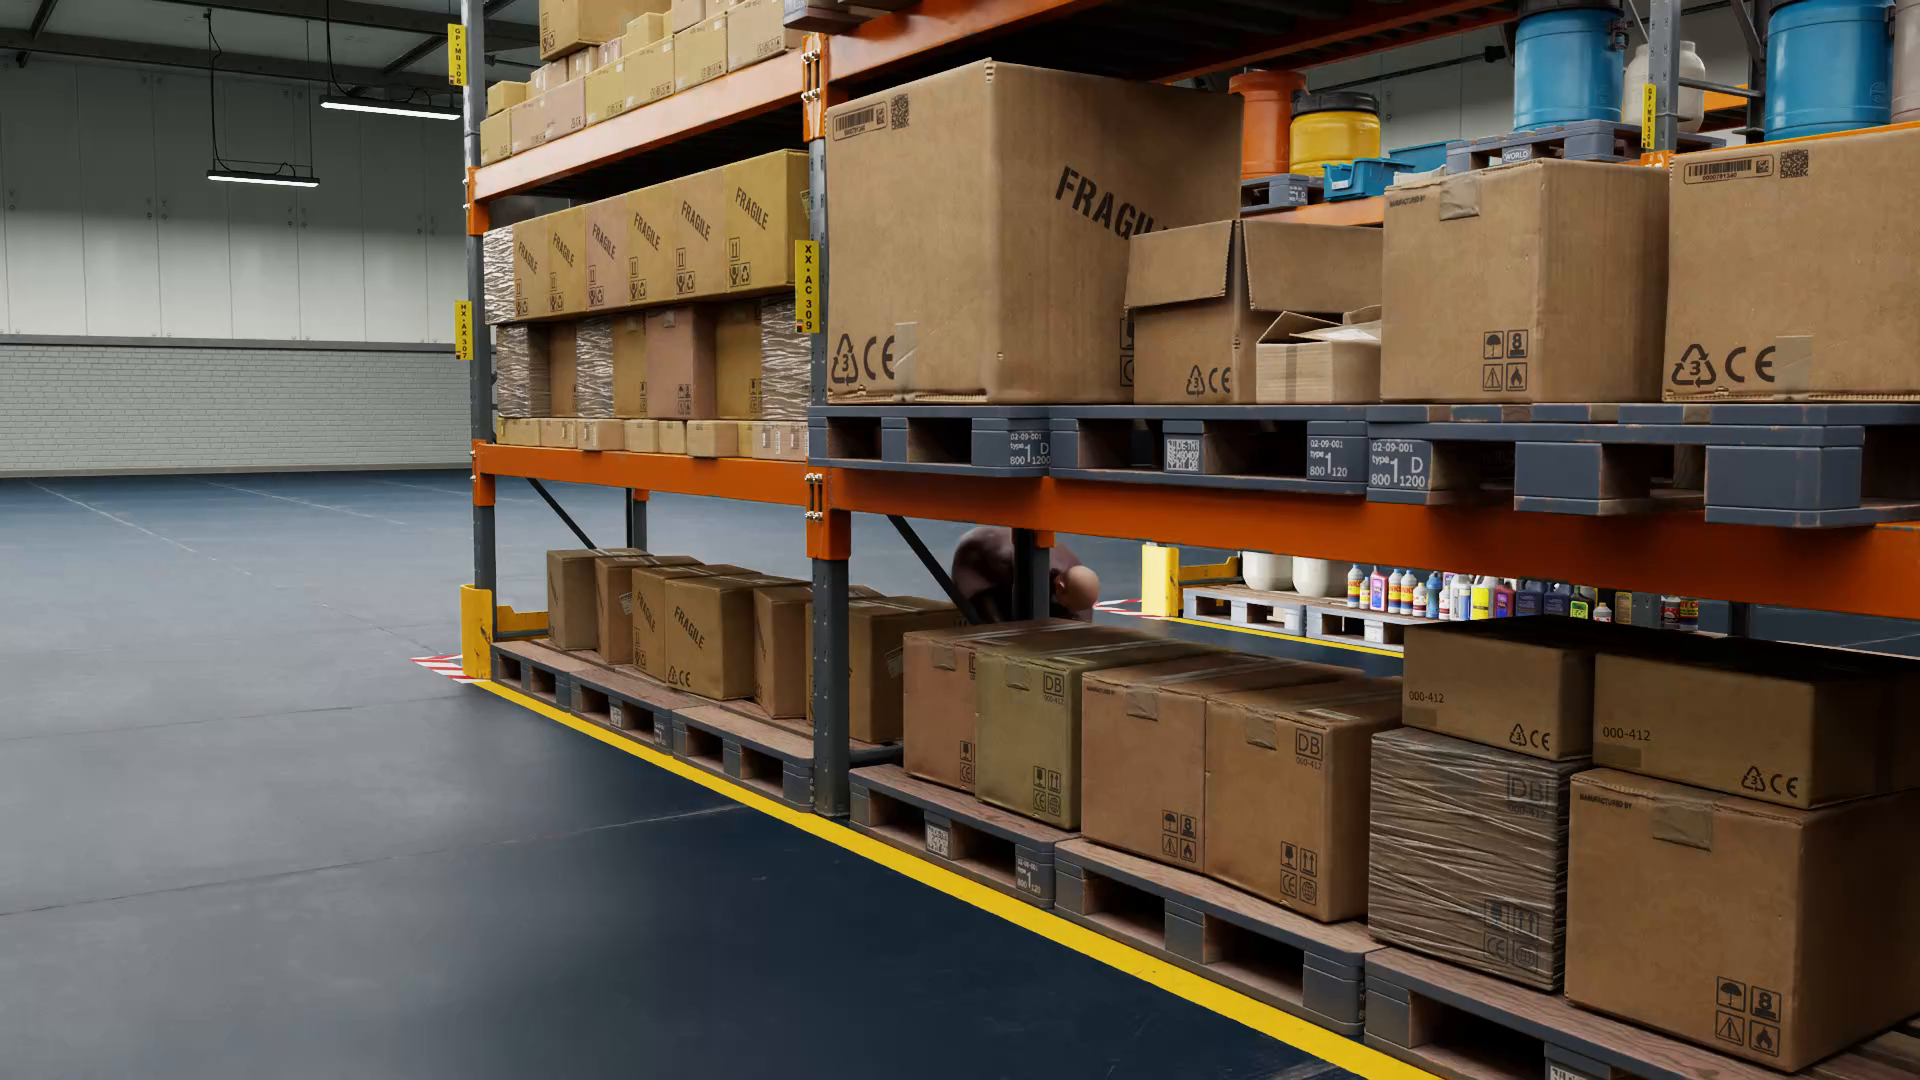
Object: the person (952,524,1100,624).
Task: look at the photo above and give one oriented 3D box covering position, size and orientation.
[{"bbox_3d":[0.338,0.389,8.081,0.594,0.952,0.947,-3,6,-35],"label":"person"}]
